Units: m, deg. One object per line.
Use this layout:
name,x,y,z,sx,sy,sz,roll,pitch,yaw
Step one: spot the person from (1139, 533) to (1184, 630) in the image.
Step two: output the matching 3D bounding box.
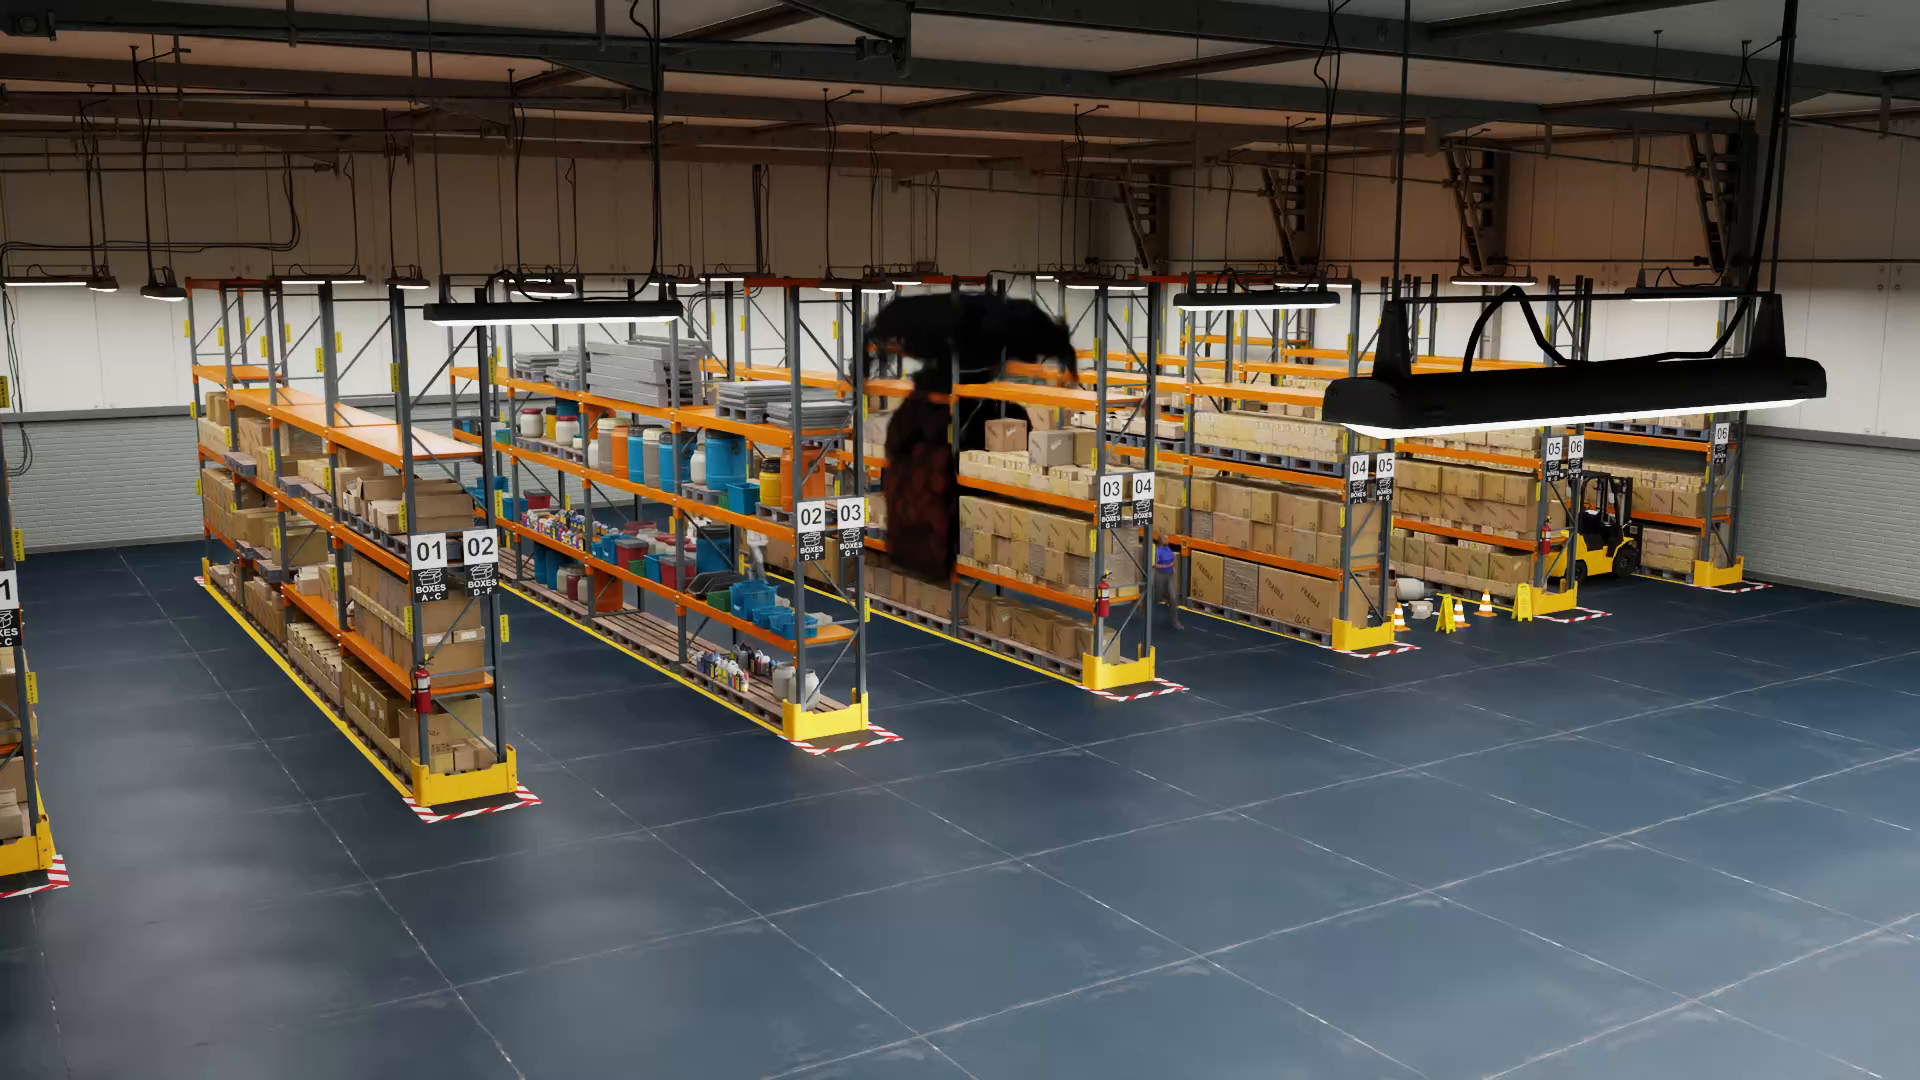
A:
person,3.528,0.686,28.831,0.575,1.645,0.919,-8,12,-38

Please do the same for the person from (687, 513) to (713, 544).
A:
person,-4.981,0.119,32.333,0.629,1.659,0.514,-5,11,-29

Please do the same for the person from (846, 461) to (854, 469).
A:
person,-2.691,-1.492,41.852,0.828,1.773,0.722,-4,10,-21

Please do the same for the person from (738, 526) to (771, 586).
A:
person,-3.919,0.085,32.201,0.715,1.765,1.040,-6,11,-30
